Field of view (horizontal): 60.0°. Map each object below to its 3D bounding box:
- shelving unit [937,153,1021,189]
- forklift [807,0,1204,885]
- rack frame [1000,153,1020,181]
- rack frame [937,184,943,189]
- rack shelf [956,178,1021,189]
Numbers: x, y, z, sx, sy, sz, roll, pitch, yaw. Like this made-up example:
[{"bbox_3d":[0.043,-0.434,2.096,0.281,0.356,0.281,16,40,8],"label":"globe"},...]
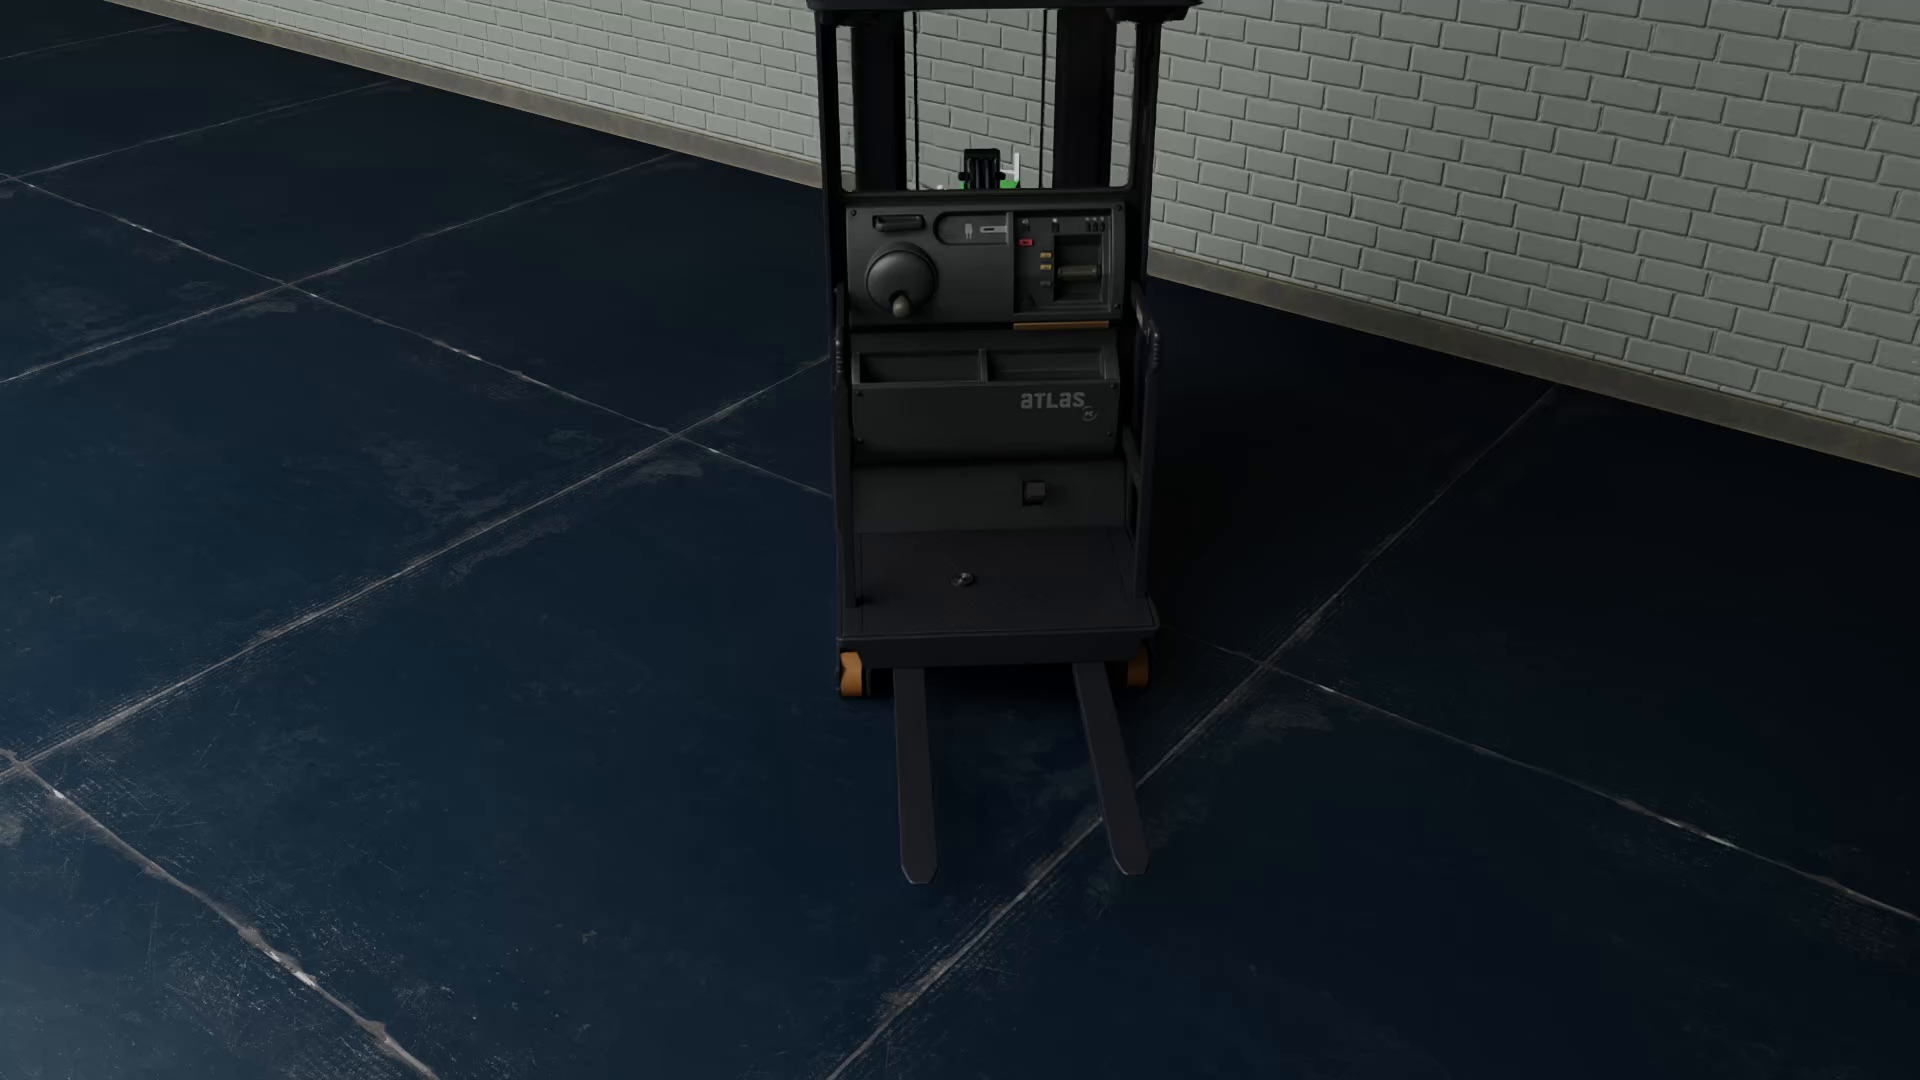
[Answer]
[{"bbox_3d":[0.084,-1.060,7.362,0.258,1.200,0.503,7,31,12],"label":"shelving unit"},{"bbox_3d":[0.104,-0.882,5.364,1.130,2.935,3.031,-2,31,-3],"label":"forklift"},{"bbox_3d":[0.144,-1.181,7.566,0.240,1.200,0.015,7,31,12],"label":"rack frame"},{"bbox_3d":[0.023,-0.940,7.159,0.240,1.200,0.015,7,31,12],"label":"rack frame"},{"bbox_3d":[0.084,-1.418,7.150,0.258,0.148,0.480,7,31,12],"label":"rack shelf"}]
